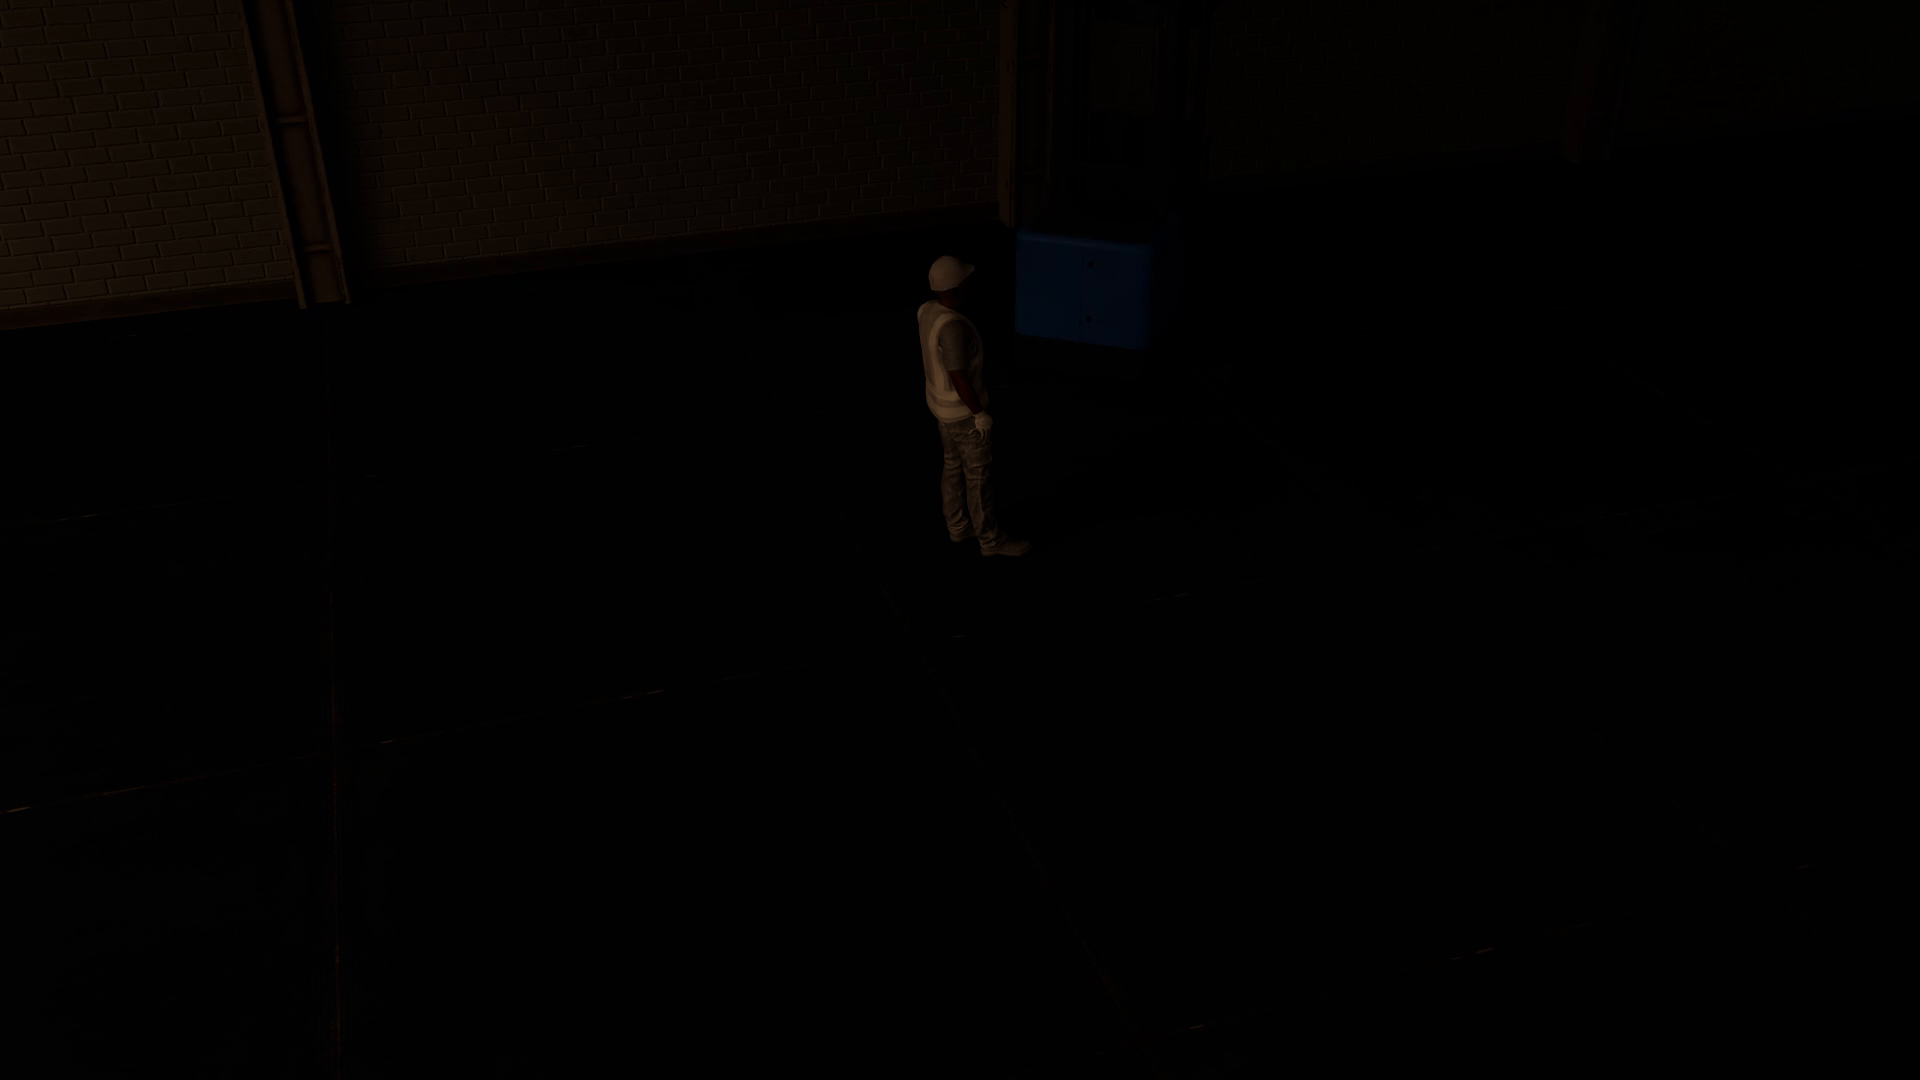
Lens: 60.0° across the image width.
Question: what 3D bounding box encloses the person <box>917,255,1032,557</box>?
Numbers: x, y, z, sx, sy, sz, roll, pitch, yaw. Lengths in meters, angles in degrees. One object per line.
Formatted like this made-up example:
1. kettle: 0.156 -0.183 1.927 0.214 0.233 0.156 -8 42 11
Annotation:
1. person: 0.071 -0.787 9.592 0.575 1.784 0.656 -10 31 -16

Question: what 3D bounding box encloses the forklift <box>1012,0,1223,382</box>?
1. forklift: 1.336 -3.116 12.503 1.130 2.935 3.031 10 31 16
